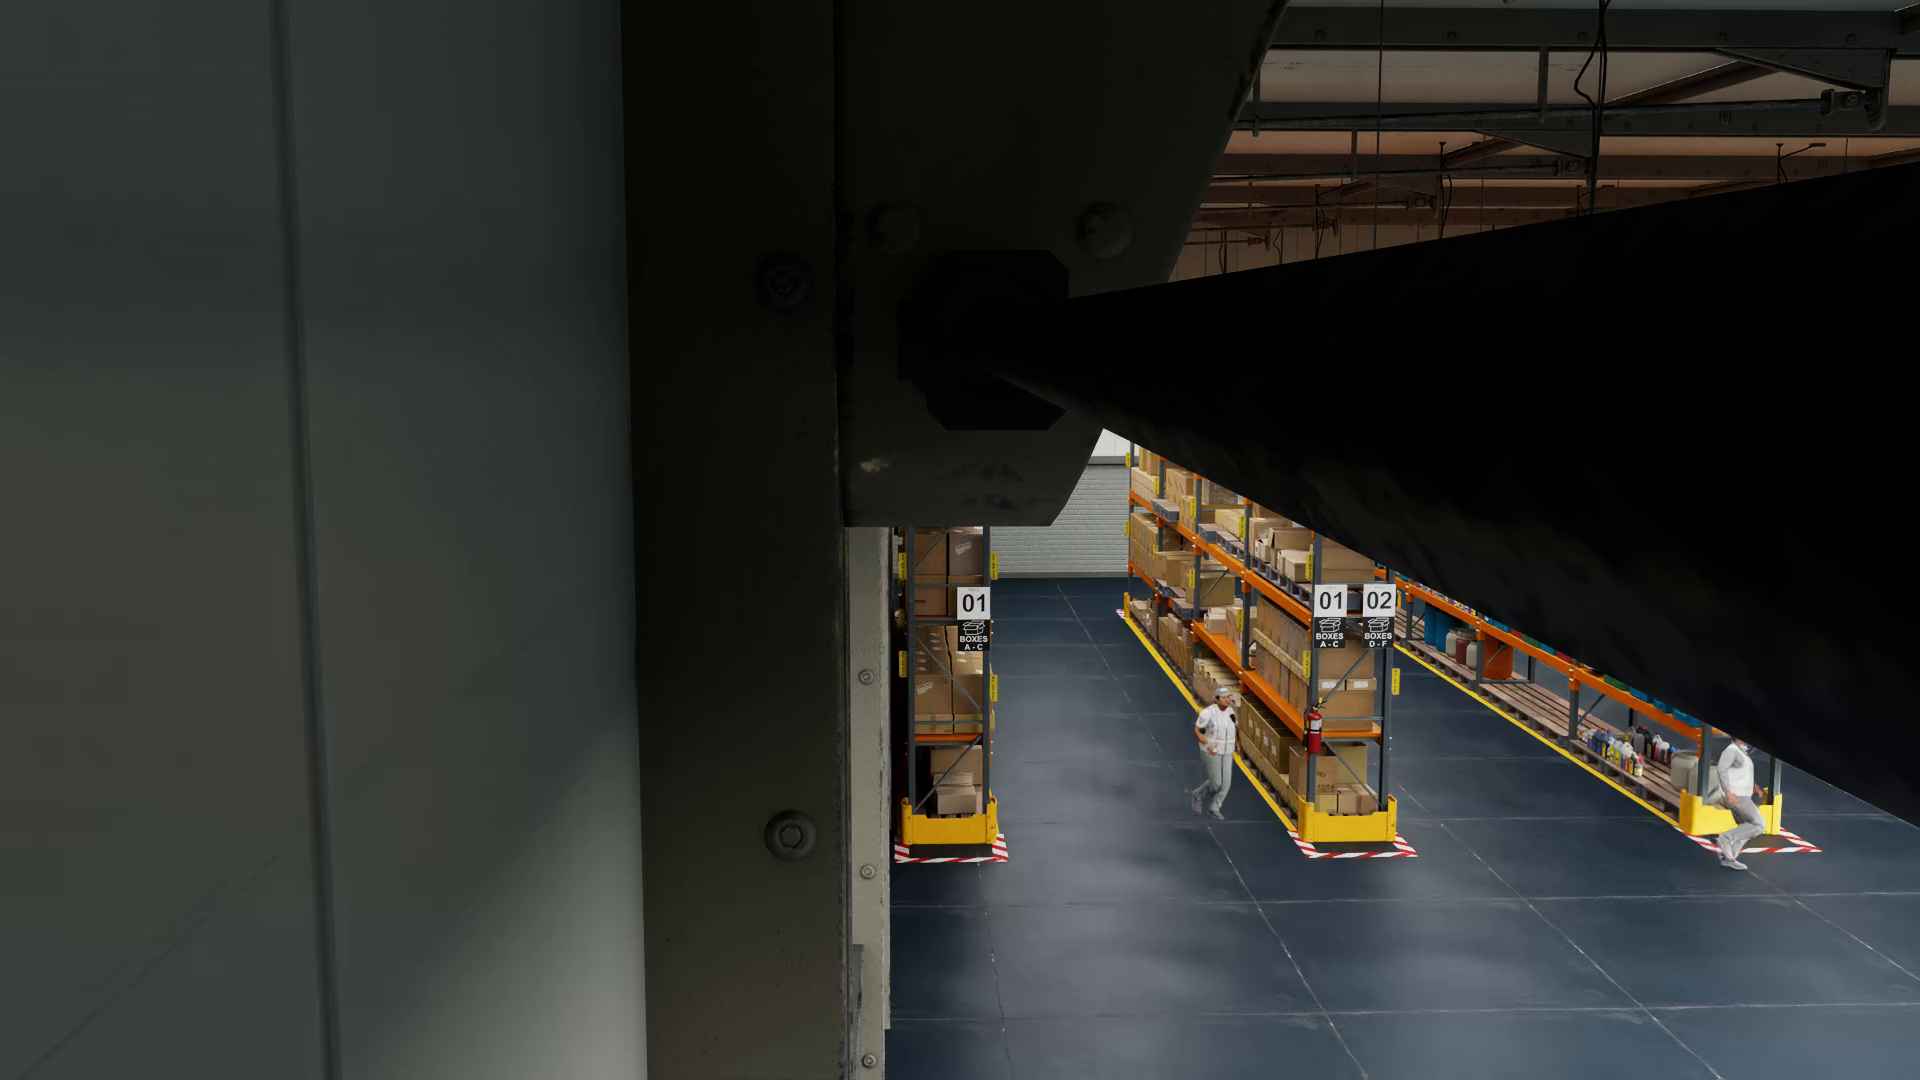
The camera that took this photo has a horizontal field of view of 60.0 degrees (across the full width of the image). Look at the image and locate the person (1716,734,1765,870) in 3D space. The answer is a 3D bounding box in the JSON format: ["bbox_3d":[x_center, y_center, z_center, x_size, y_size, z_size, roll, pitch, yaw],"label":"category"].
[{"bbox_3d":[9.216,2.992,19.584,0.539,1.694,0.684,4,8,28],"label":"person"}]

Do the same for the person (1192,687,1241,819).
[{"bbox_3d":[3.231,2.625,20.609,0.635,1.616,0.569,-4,8,-26],"label":"person"}]
